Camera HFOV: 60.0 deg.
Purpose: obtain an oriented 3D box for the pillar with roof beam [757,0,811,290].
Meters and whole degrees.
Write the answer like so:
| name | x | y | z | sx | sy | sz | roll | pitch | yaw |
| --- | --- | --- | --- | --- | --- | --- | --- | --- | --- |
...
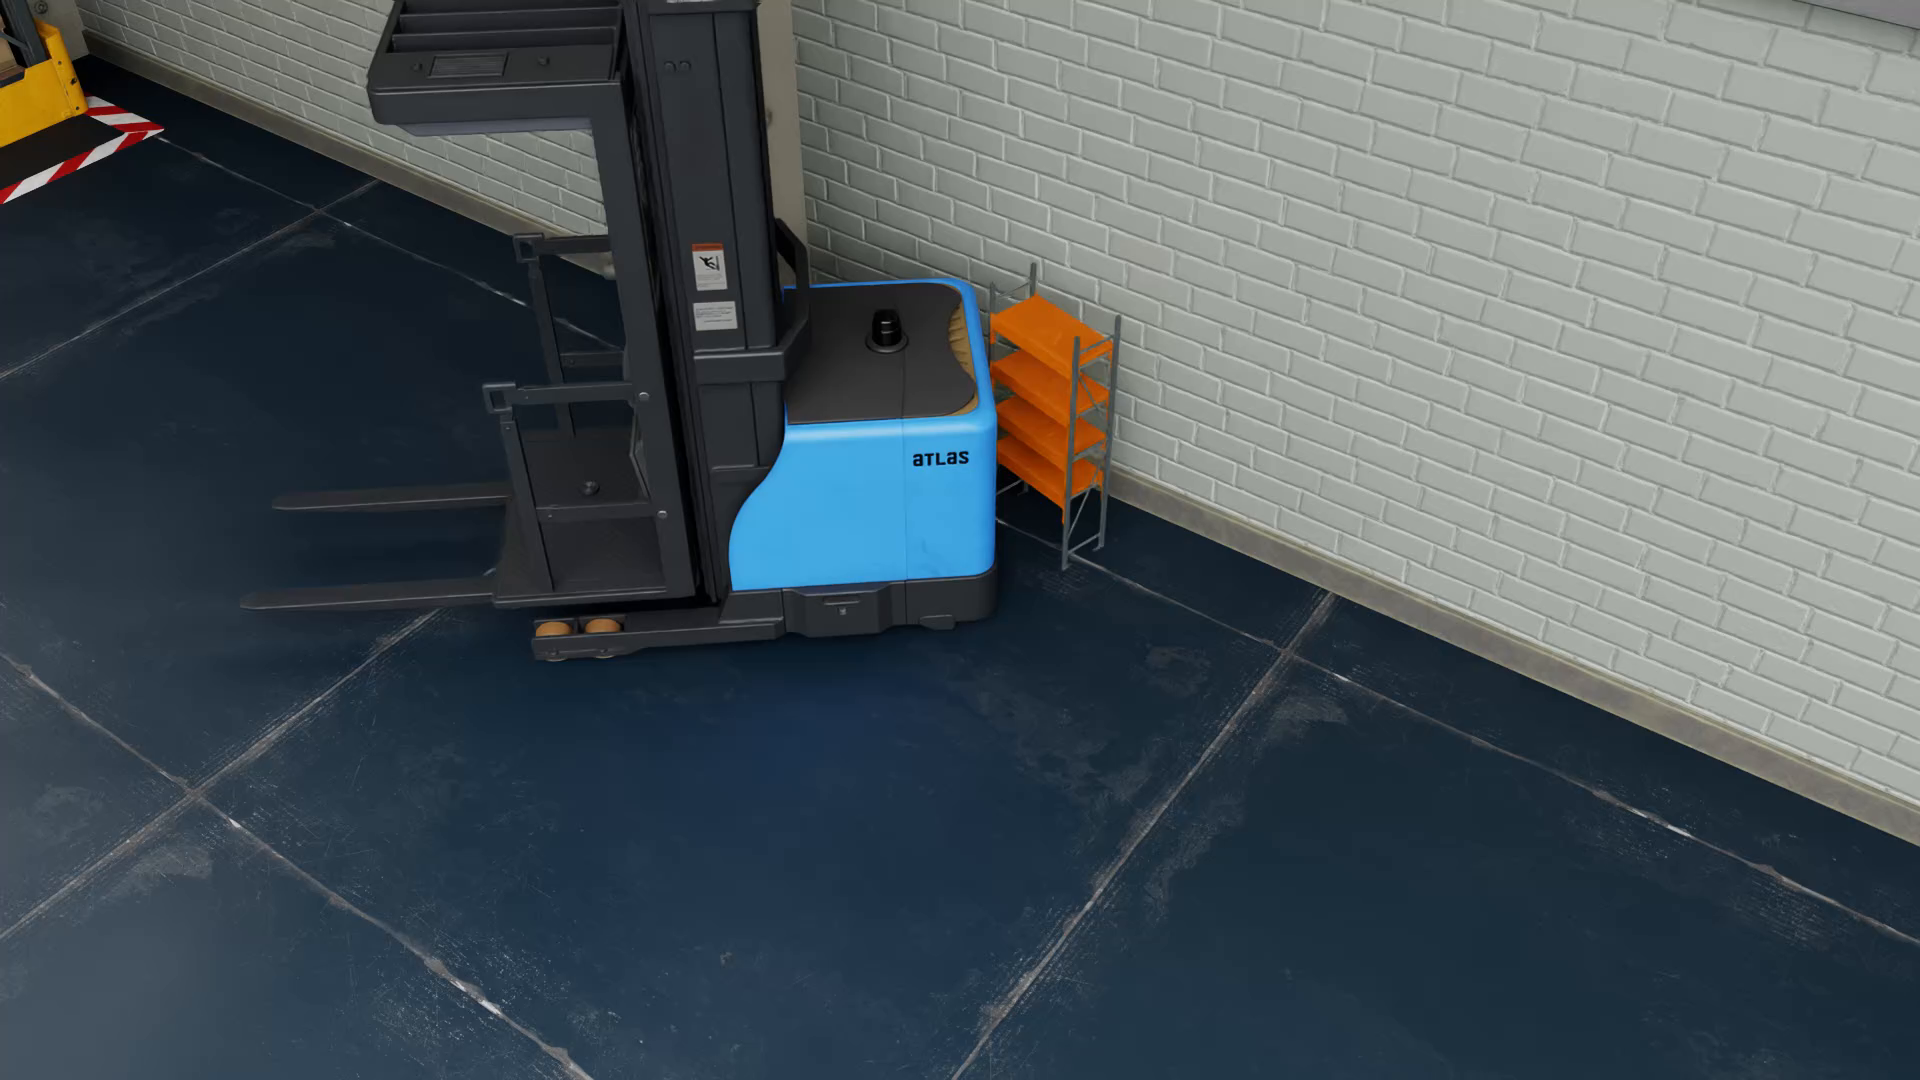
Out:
| name | x | y | z | sx | sy | sz | roll | pitch | yaw |
| --- | --- | --- | --- | --- | --- | --- | --- | --- | --- |
| pillar with roof beam | -3.429 | -1.870 | 2.591 | 0.400 | 9.000 | 9.100 | 25 | 48 | 25 |

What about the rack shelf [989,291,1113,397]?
| name | x | y | z | sx | sy | sz | roll | pitch | yaw |
| --- | --- | --- | --- | --- | --- | --- | --- | --- | --- |
| rack shelf | 0.370 | -0.787 | 6.641 | 0.258 | 0.148 | 0.480 | -29 | 50 | -29 |

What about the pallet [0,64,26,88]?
| name | x | y | z | sx | sy | sz | roll | pitch | yaw |
| --- | --- | --- | --- | --- | --- | --- | --- | --- | --- |
| pallet | -6.467 | -2.754 | 10.169 | 1.213 | 0.211 | 1.003 | 25 | 48 | 25 |

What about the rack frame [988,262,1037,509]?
| name | x | y | z | sx | sy | sz | roll | pitch | yaw |
| --- | --- | --- | --- | --- | --- | --- | --- | --- | --- |
| rack frame | 0.213 | -0.618 | 7.041 | 0.240 | 1.200 | 0.015 | -29 | 50 | -29 |

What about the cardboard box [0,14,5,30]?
| name | x | y | z | sx | sy | sz | roll | pitch | yaw |
| --- | --- | --- | --- | --- | --- | --- | --- | --- | --- |
| cardboard box | -6.083 | -3.134 | 9.876 | 0.500 | 0.250 | 0.500 | 26 | 48 | 26 |

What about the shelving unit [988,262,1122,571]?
| name | x | y | z | sx | sy | sz | roll | pitch | yaw |
| --- | --- | --- | --- | --- | --- | --- | --- | --- | --- |
| shelving unit | 0.370 | -0.494 | 6.903 | 0.258 | 1.200 | 0.503 | -29 | 50 | -29 |

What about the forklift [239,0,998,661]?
| name | x | y | z | sx | sy | sz | roll | pitch | yaw |
| --- | --- | --- | --- | --- | --- | --- | --- | --- | --- |
| forklift | -1.395 | -0.973 | 6.139 | 3.031 | 2.935 | 1.130 | -3 | 42 | -4 |

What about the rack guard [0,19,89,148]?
| name | x | y | z | sx | sy | sz | roll | pitch | yaw |
| --- | --- | --- | --- | --- | --- | --- | --- | --- | --- |
| rack guard | -5.797 | -2.582 | 9.761 | 0.348 | 0.500 | 1.175 | 25 | 48 | 25 |

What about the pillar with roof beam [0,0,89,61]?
| name | x | y | z | sx | sy | sz | roll | pitch | yaw |
| --- | --- | --- | --- | --- | --- | --- | --- | --- | --- |
| pillar with roof beam | -8.342 | -4.167 | 5.158 | 0.400 | 9.000 | 9.100 | 25 | 48 | 25 |

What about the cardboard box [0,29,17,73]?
| name | x | y | z | sx | sy | sz | roll | pitch | yaw |
| --- | --- | --- | --- | --- | --- | --- | --- | --- | --- |
| cardboard box | -6.107 | -2.950 | 10.044 | 0.500 | 0.250 | 0.500 | 25 | 48 | 25 |

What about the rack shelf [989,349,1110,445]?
| name | x | y | z | sx | sy | sz | roll | pitch | yaw |
| --- | --- | --- | --- | --- | --- | --- | --- | --- | --- |
| rack shelf | 0.370 | -0.611 | 6.798 | 0.258 | 0.148 | 0.480 | -29 | 50 | -29 |

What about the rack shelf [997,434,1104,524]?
| name | x | y | z | sx | sy | sz | roll | pitch | yaw |
| --- | --- | --- | --- | --- | --- | --- | --- | --- | --- |
| rack shelf | 0.370 | -0.296 | 7.080 | 0.258 | 0.148 | 0.480 | -29 | 50 | -29 |

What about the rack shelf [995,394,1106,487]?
| name | x | y | z | sx | sy | sz | roll | pitch | yaw |
| --- | --- | --- | --- | --- | --- | --- | --- | --- | --- |
| rack shelf | 0.370 | -0.444 | 6.947 | 0.258 | 0.148 | 0.480 | -29 | 50 | -29 |

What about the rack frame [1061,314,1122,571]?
| name | x | y | z | sx | sy | sz | roll | pitch | yaw |
| --- | --- | --- | --- | --- | --- | --- | --- | --- | --- |
| rack frame | 0.528 | -0.370 | 6.764 | 0.240 | 1.200 | 0.015 | -29 | 50 | -29 |

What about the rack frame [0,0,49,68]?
| name | x | y | z | sx | sy | sz | roll | pitch | yaw |
| --- | --- | --- | --- | --- | --- | --- | --- | --- | --- |
| rack frame | -5.817 | -3.523 | 8.938 | 0.127 | 3.000 | 1.000 | 25 | 48 | 25 |
